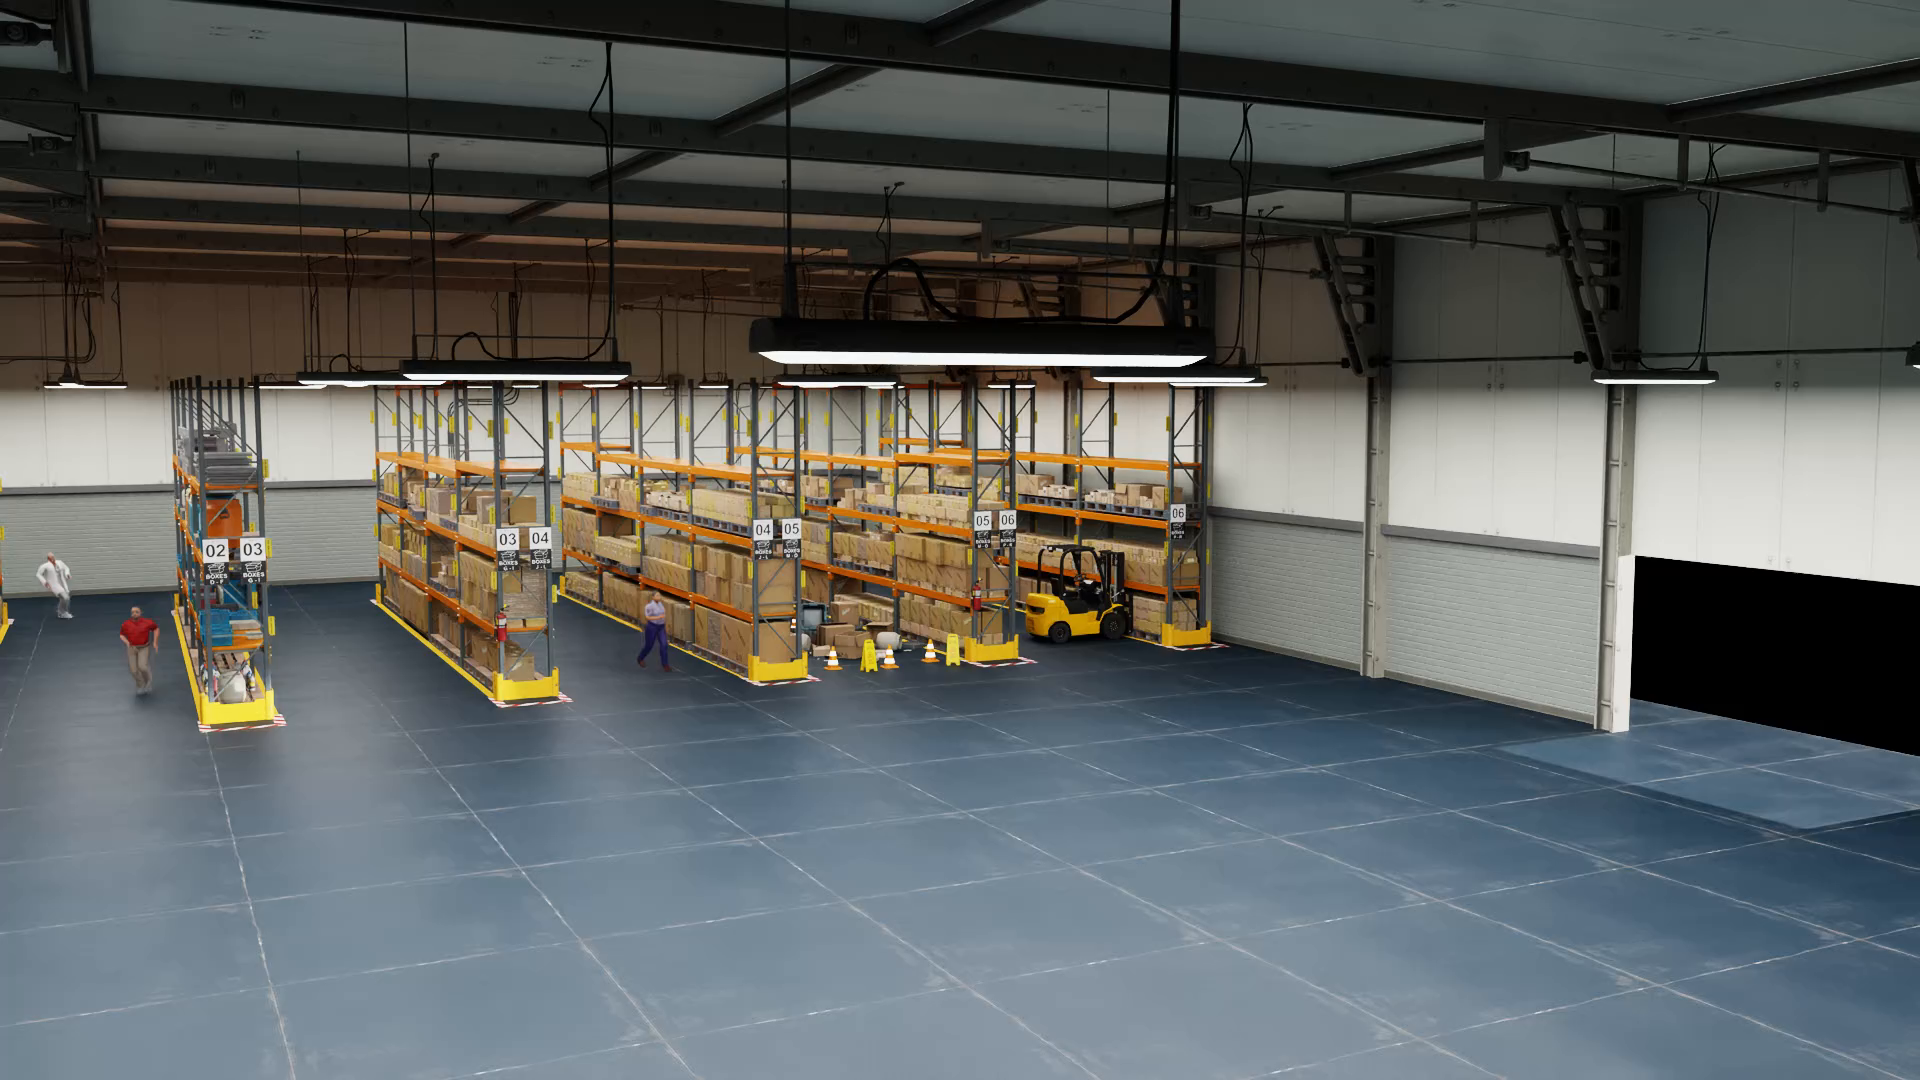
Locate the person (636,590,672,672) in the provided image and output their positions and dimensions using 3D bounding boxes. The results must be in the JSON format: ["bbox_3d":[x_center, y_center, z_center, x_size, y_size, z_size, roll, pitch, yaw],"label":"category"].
[{"bbox_3d":[-6.265,1.849,34.085,0.933,1.652,0.598,4,7,39],"label":"person"}]

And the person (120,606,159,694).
[{"bbox_3d":[-15.484,2.084,31.347,0.641,1.681,0.729,-1,5,-13],"label":"person"}]

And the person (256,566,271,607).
[{"bbox_3d":[-18.680,0.961,44.193,0.656,1.739,0.719,1,5,6],"label":"person"}]

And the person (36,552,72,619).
[{"bbox_3d":[-22.737,1.156,41.851,0.640,1.706,0.790,2,6,24],"label":"person"}]
